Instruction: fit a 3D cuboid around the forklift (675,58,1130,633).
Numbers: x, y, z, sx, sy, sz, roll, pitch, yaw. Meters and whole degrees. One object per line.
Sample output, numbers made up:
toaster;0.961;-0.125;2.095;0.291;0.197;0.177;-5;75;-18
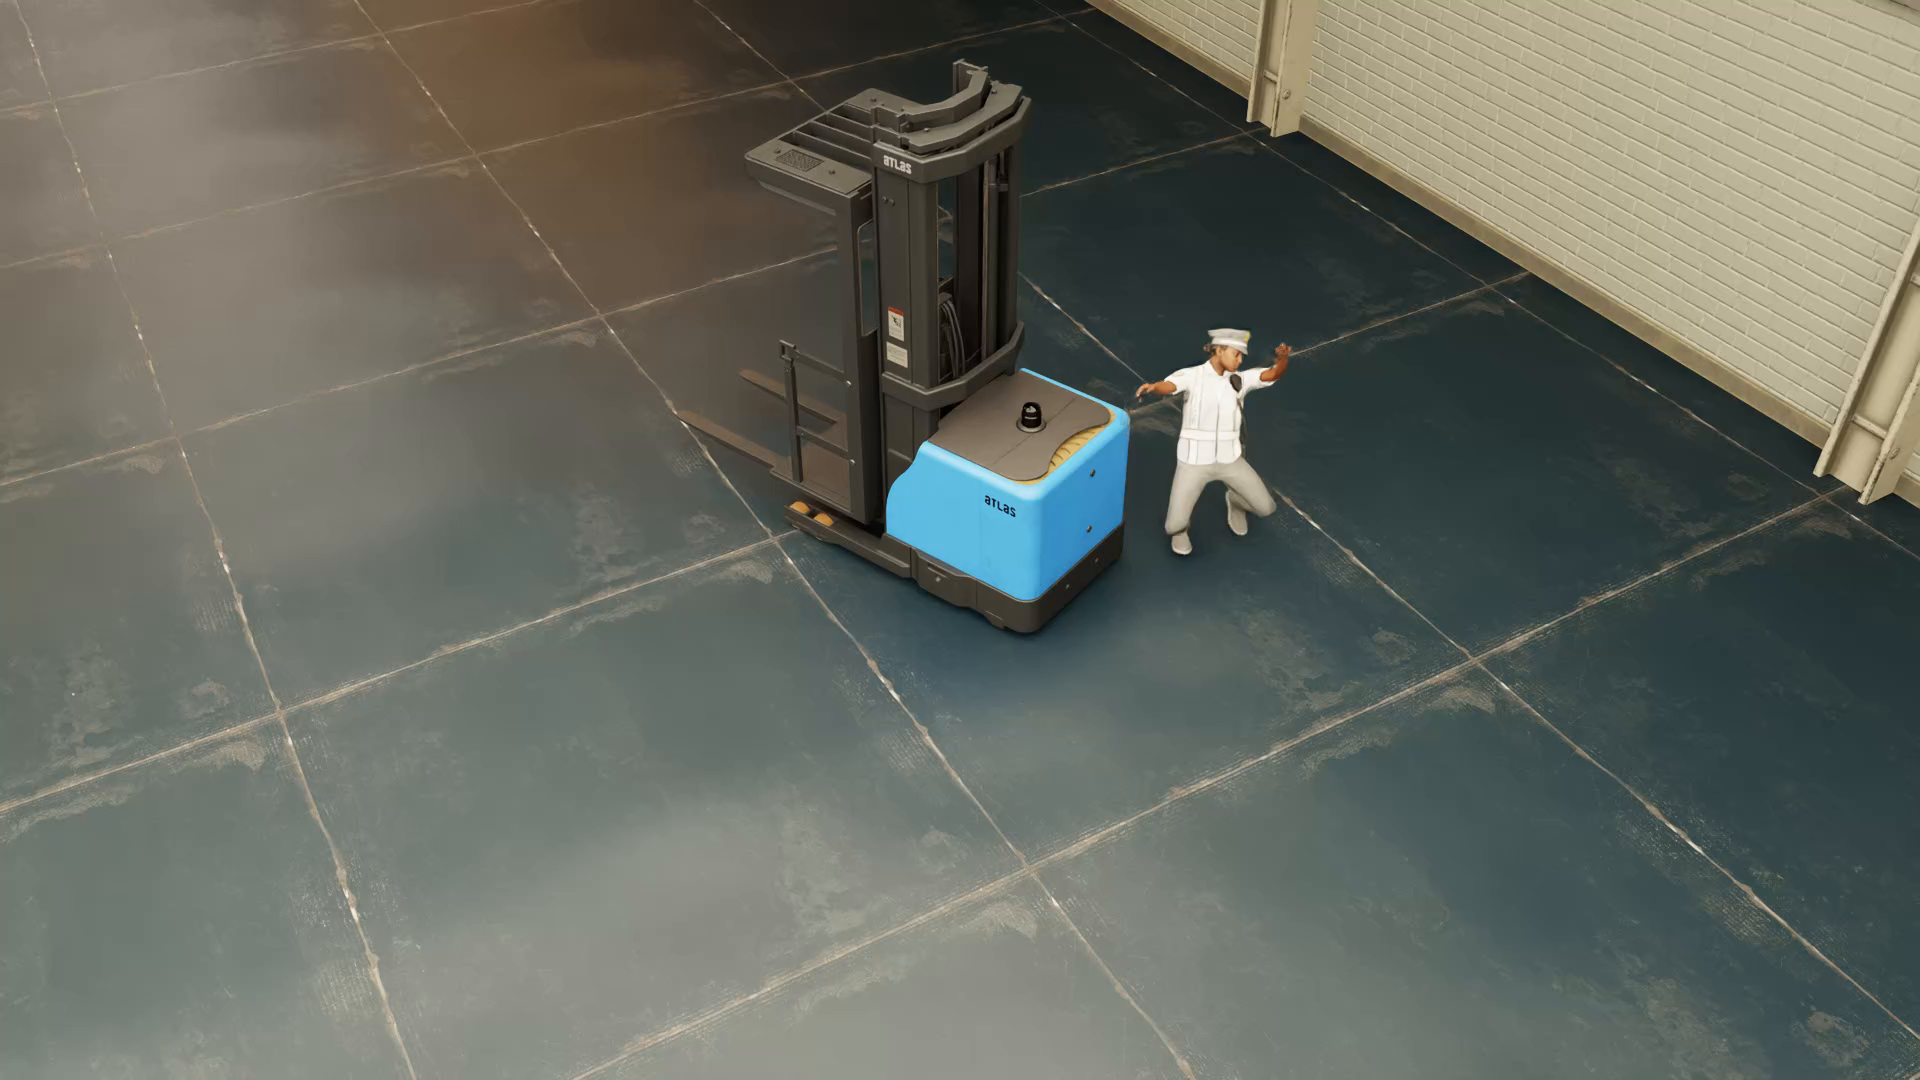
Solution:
forklift;-0.481;-1.366;9.683;3.031;2.935;1.130;26;46;28

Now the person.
person;1.378;-0.607;9.812;0.941;1.575;0.688;-7;40;-8
